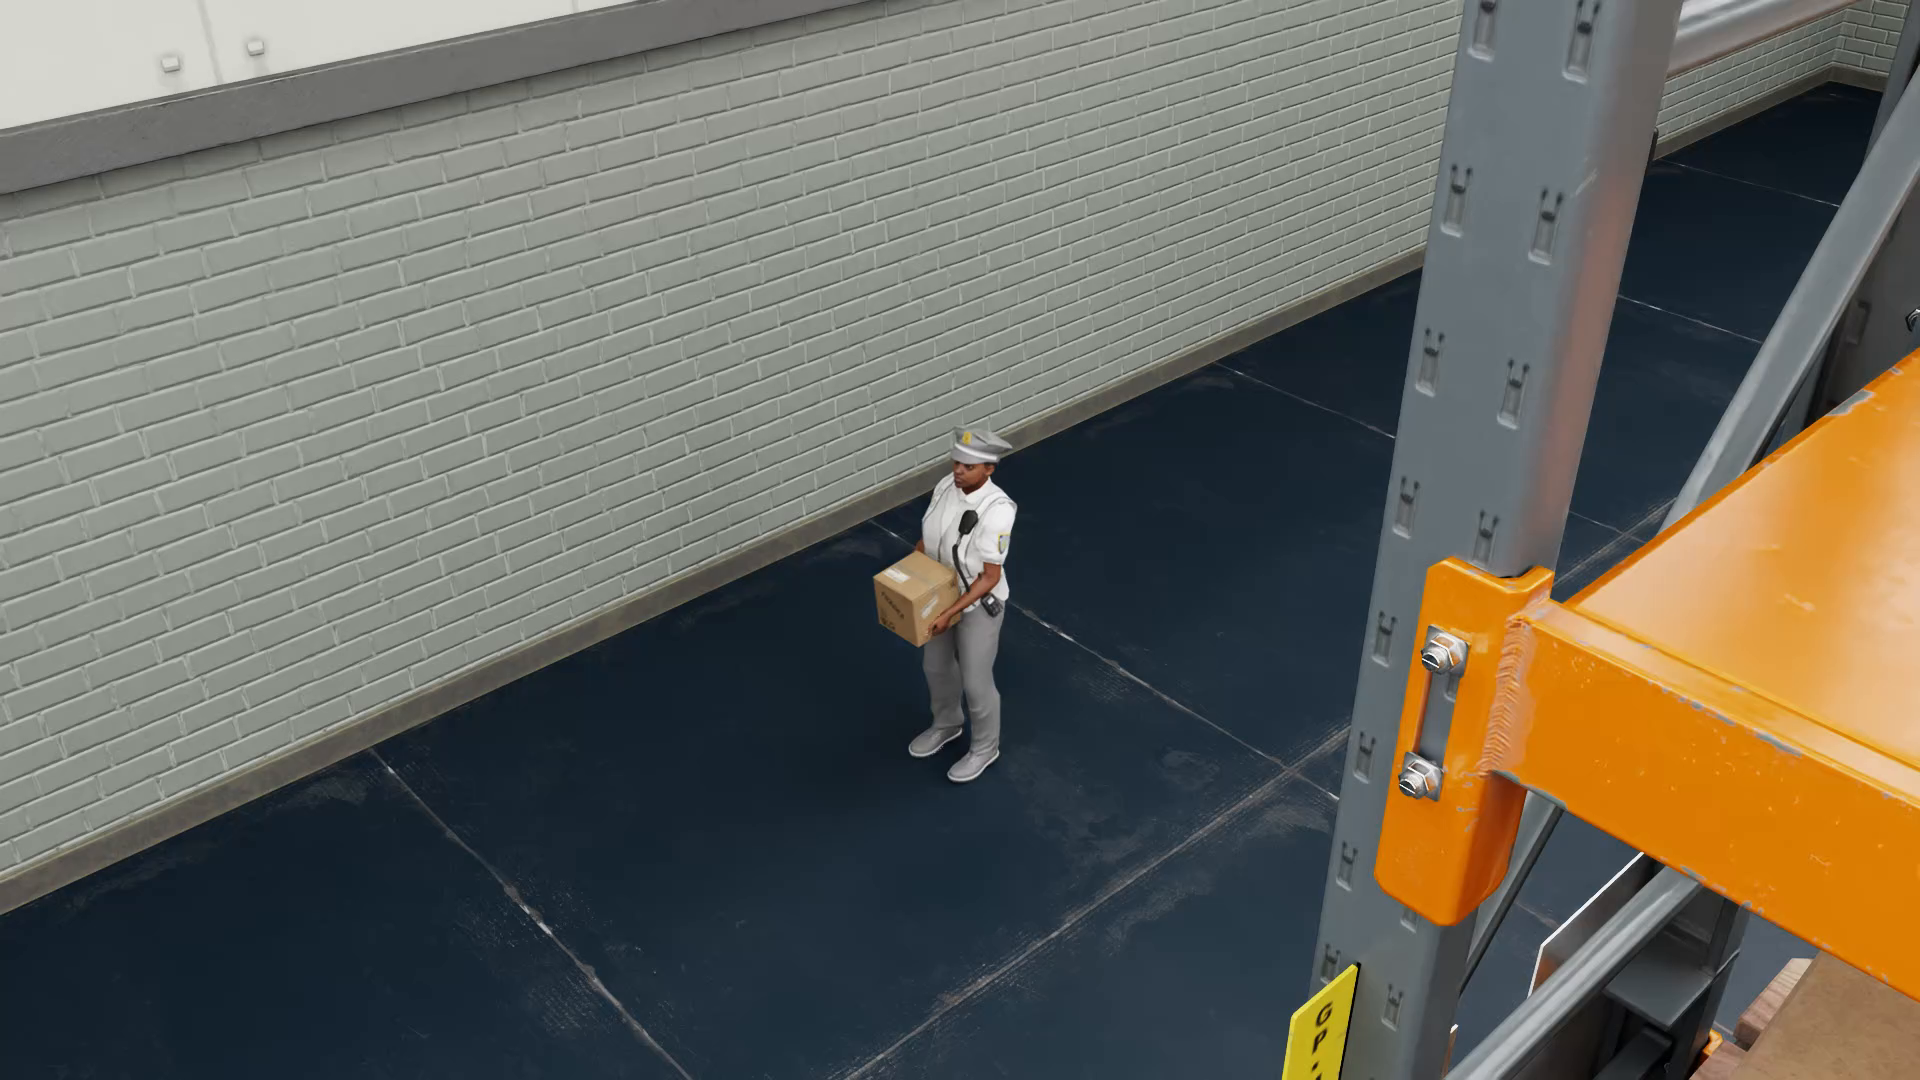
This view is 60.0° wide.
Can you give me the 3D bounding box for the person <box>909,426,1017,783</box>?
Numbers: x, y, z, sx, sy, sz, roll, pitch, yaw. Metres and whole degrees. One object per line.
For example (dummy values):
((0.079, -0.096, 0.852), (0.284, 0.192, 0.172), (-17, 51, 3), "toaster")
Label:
((-0.031, 0.287, 7.141), (0.530, 1.697, 0.455), (-26, 40, -35), "person")
